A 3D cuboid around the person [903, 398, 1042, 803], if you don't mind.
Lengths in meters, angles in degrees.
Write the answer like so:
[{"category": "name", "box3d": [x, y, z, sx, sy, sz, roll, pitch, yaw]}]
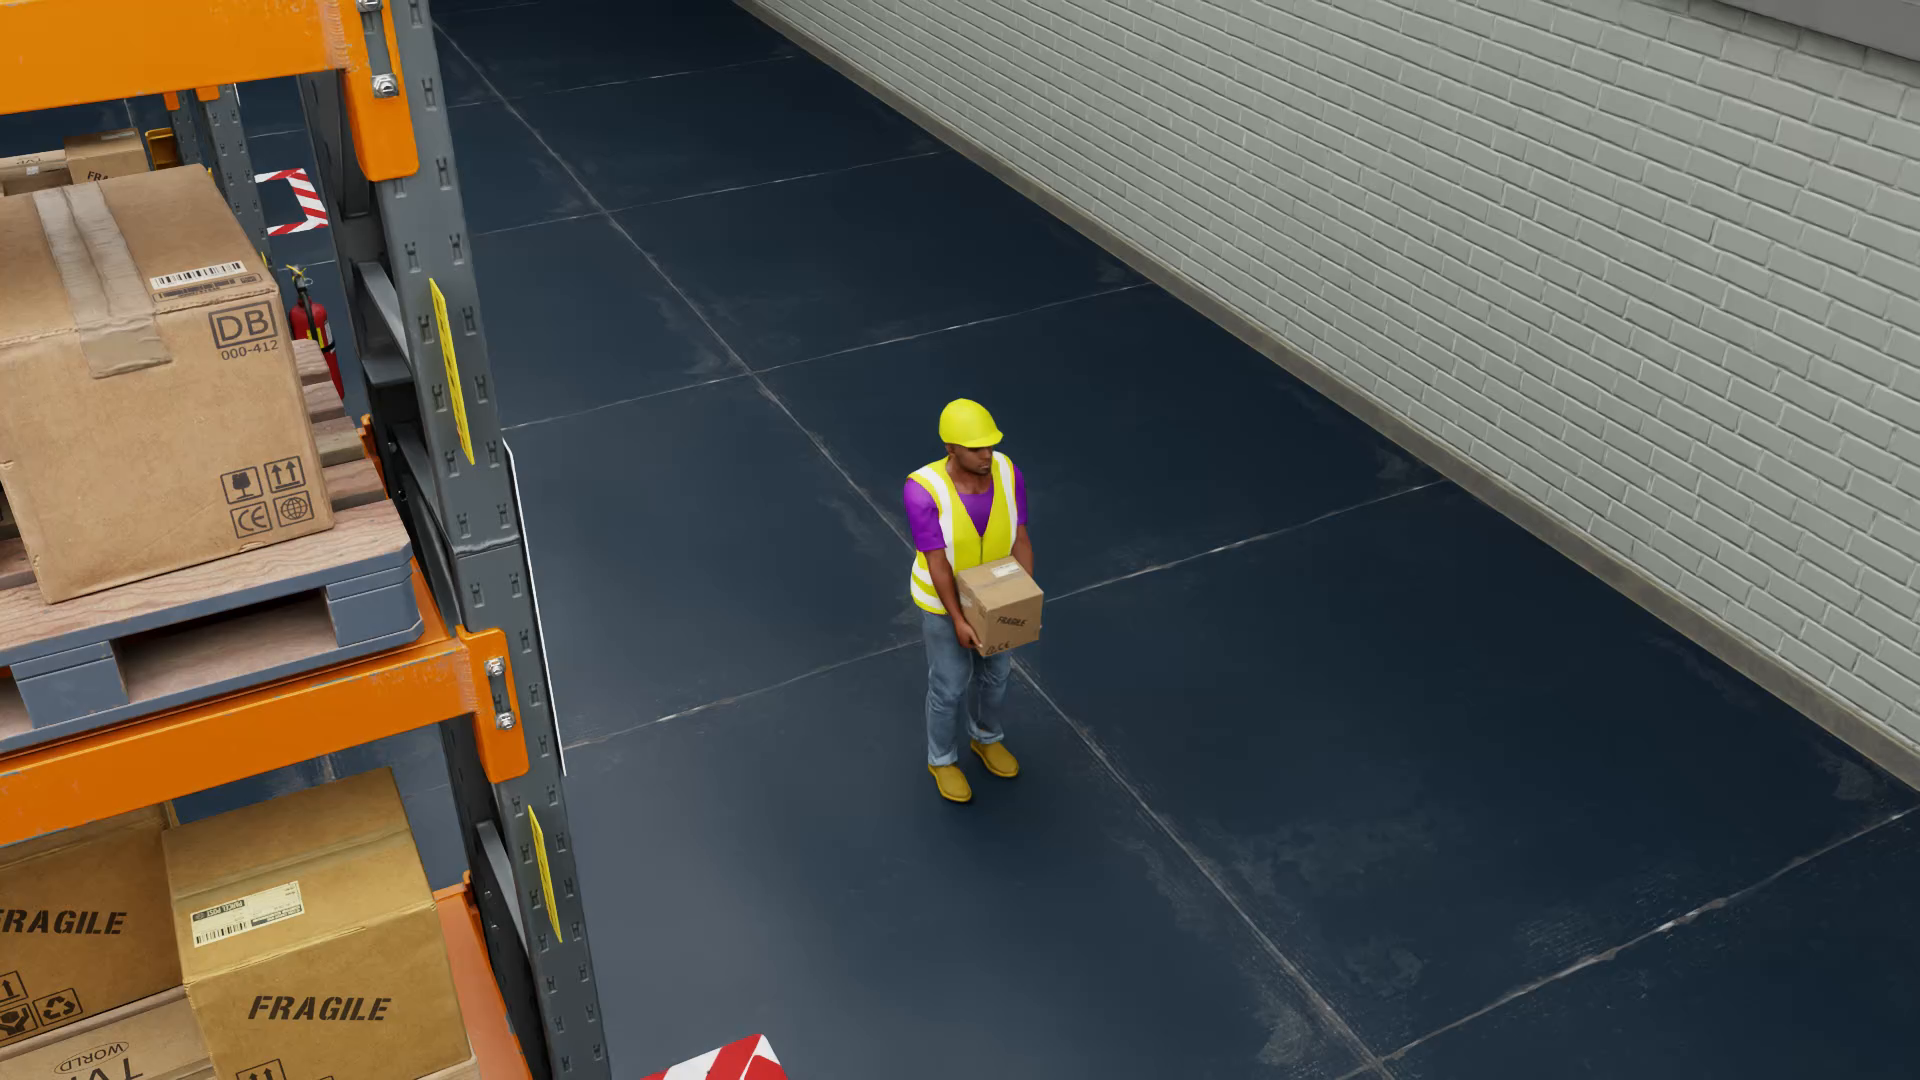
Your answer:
[{"category": "person", "box3d": [0.080, 0.279, 6.687, 0.505, 1.763, 0.567, -16, 36, -23]}]
